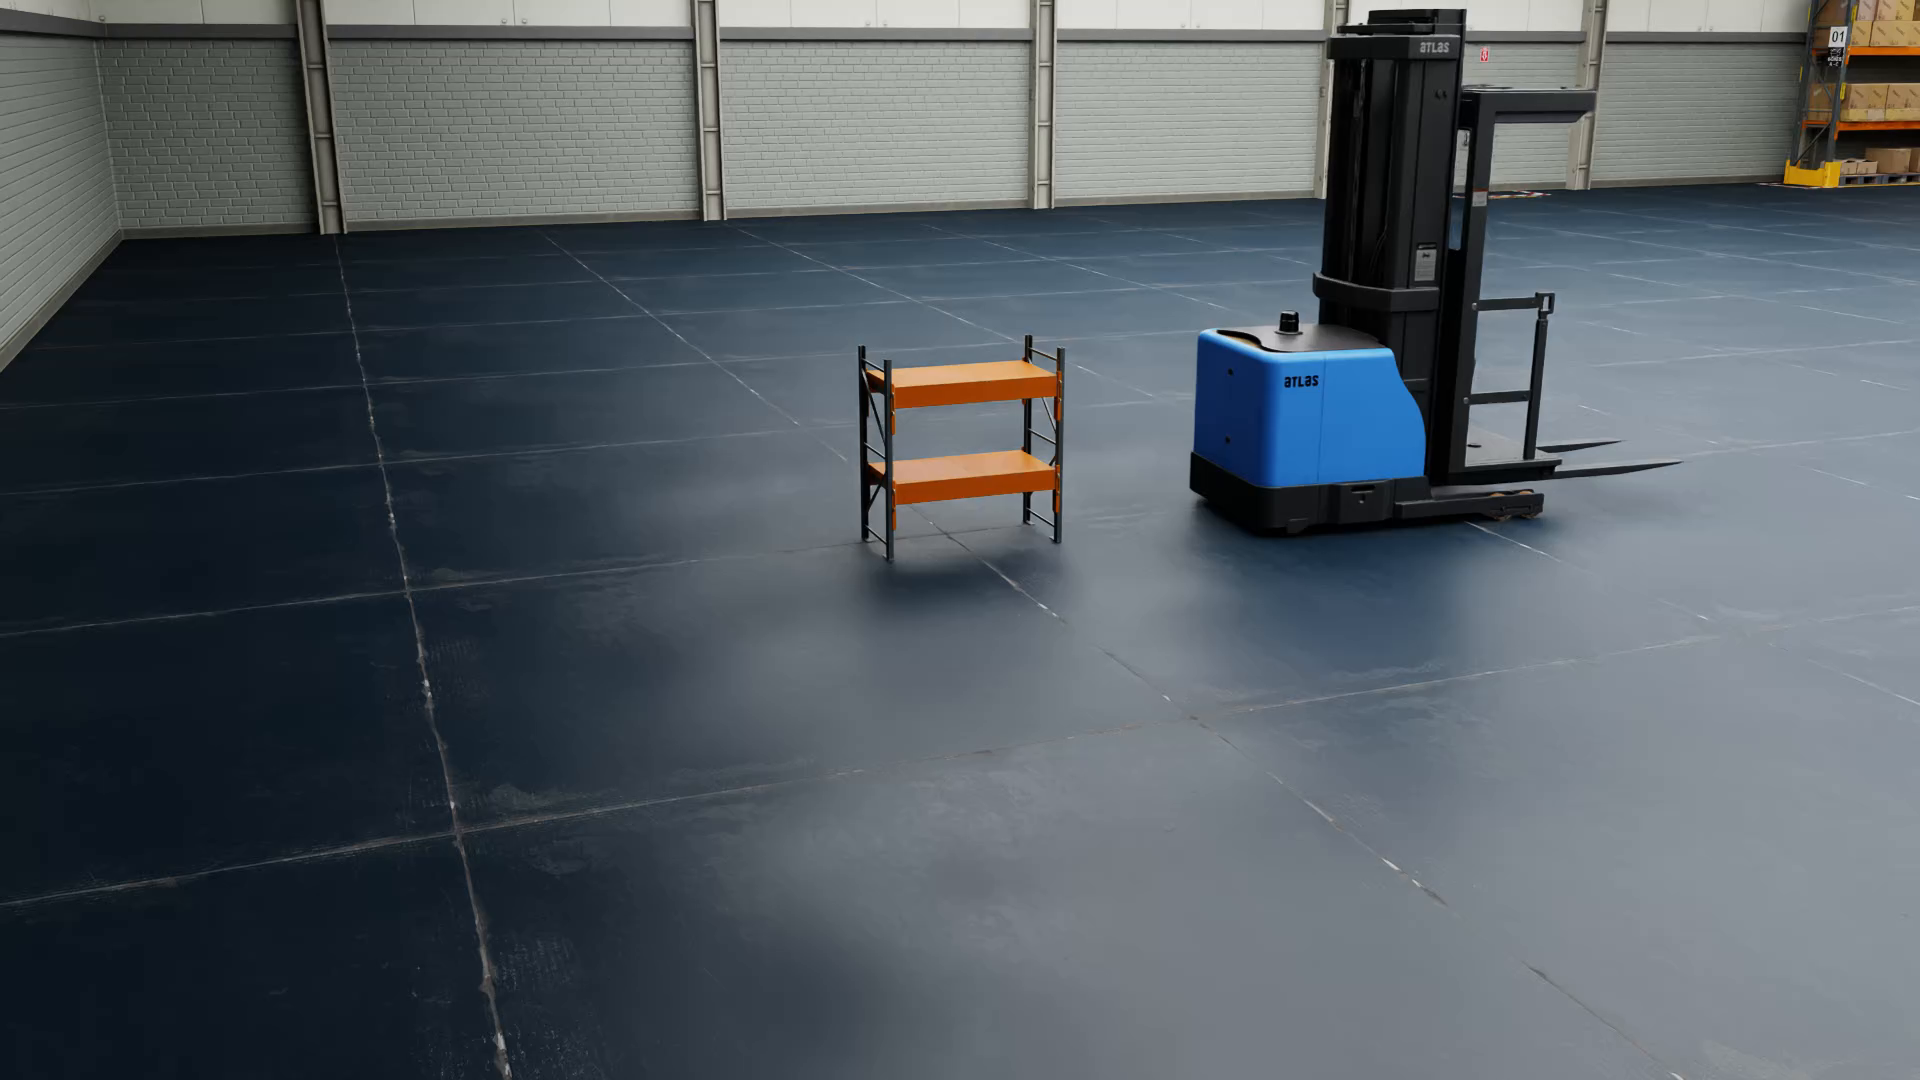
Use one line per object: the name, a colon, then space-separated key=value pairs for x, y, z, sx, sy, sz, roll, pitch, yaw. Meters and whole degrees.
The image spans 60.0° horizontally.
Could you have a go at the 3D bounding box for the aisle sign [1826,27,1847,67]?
aisle sign: x=17.963 y=-10.107 z=34.078 sx=0.004 sy=0.787 sz=0.394 roll=-6 pitch=17 yaw=-20

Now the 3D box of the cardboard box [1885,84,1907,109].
cardboard box: x=19.426 y=-9.310 z=34.877 sx=0.500 sy=0.500 sz=0.500 roll=-7 pitch=18 yaw=-22

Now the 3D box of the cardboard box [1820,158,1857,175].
cardboard box: x=18.601 y=-7.913 z=35.211 sx=0.500 sy=0.311 sz=0.500 roll=-8 pitch=18 yaw=-26

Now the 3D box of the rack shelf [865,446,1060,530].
rack shelf: x=0.006 y=-0.306 z=9.511 sx=1.000 sy=0.278 sz=0.538 roll=-6 pitch=17 yaw=-20

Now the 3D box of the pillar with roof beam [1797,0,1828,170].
pillar with roof beam: x=19.807 y=-10.990 z=31.051 sx=0.400 sy=9.000 sz=9.100 roll=-6 pitch=17 yaw=-20

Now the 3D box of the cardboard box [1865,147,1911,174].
cardboard box: x=19.836 y=-8.122 z=35.587 sx=0.500 sy=0.500 sz=0.700 roll=-7 pitch=18 yaw=-24

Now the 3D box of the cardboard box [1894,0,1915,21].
cardboard box: x=19.330 y=-10.989 z=34.385 sx=0.500 sy=0.500 sz=0.500 roll=-6 pitch=17 yaw=-19

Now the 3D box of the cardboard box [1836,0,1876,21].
cardboard box: x=18.369 y=-10.897 z=34.072 sx=0.500 sy=0.500 sz=0.500 roll=-8 pitch=18 yaw=-24

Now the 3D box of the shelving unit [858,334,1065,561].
shelving unit: x=0.006 y=-0.540 z=9.442 sx=1.048 sy=1.125 sz=0.538 roll=-6 pitch=17 yaw=-20

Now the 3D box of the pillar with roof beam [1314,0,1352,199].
pillar with roof beam: x=8.602 y=-9.780 z=26.931 sx=0.400 sy=9.000 sz=9.100 roll=-6 pitch=17 yaw=-20

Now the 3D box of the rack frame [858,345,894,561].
rack frame: x=-0.468 y=-0.489 z=9.268 sx=0.032 sy=1.125 sz=0.500 roll=-6 pitch=17 yaw=-20

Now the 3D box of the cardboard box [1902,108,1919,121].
cardboard box: x=19.922 y=-9.005 z=35.171 sx=0.500 sy=0.250 sz=0.500 roll=-6 pitch=17 yaw=-20

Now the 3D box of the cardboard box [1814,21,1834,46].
cardboard box: x=18.222 y=-10.551 z=34.668 sx=0.500 sy=0.500 sz=0.500 roll=-5 pitch=17 yaw=-16

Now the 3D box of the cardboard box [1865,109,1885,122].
cardboard box: x=18.972 y=-8.905 z=34.830 sx=0.500 sy=0.250 sz=0.500 roll=-7 pitch=18 yaw=-22

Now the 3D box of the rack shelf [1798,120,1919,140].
rack shelf: x=19.790 y=-8.802 z=35.526 sx=4.000 sy=0.370 sz=1.077 roll=-6 pitch=17 yaw=-20

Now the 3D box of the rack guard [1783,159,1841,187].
rack guard: x=17.993 y=-7.754 z=35.116 sx=0.348 sy=0.500 sz=1.175 roll=-6 pitch=17 yaw=-20

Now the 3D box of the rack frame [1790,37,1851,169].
rack frame: x=17.923 y=-8.946 z=34.738 sx=0.127 sy=3.000 sz=1.000 roll=-6 pitch=17 yaw=-20

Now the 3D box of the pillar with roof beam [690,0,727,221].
pillar with roof beam: x=-2.604 y=-8.570 z=22.811 sx=0.400 sy=9.000 sz=9.100 roll=-6 pitch=17 yaw=-20

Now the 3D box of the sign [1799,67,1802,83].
sign: x=17.743 y=-9.801 z=35.034 sx=0.005 sy=0.325 sz=0.100 roll=-6 pitch=17 yaw=-20

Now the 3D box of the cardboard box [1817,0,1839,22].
cardboard box: x=18.232 y=-11.035 z=34.539 sx=0.500 sy=0.500 sz=0.500 roll=-5 pitch=17 yaw=-18

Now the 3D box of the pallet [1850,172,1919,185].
pallet: x=19.902 y=-7.810 z=35.819 sx=1.213 sy=0.211 sz=1.003 roll=-6 pitch=17 yaw=-20

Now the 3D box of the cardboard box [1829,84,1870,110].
cardboard box: x=18.476 y=-9.212 z=34.545 sx=0.500 sy=0.500 sz=0.500 roll=-6 pitch=17 yaw=-20

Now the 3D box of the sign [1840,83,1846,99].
sign: x=18.117 y=-9.218 z=34.129 sx=0.005 sy=0.325 sz=0.100 roll=-6 pitch=17 yaw=-20

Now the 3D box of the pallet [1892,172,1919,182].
pallet: x=21.043 y=-7.934 z=36.241 sx=1.213 sy=0.211 sz=1.003 roll=-6 pitch=17 yaw=-20

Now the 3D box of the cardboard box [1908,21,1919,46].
cardboard box: x=19.815 y=-10.568 z=34.726 sx=0.500 sy=0.500 sz=0.500 roll=-5 pitch=17 yaw=-17

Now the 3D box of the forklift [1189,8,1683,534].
forklift: x=3.017 y=-1.658 z=10.043 sx=3.031 sy=2.935 sz=1.130 roll=-5 pitch=17 yaw=-16

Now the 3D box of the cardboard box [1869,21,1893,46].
cardboard box: x=18.838 y=-10.455 z=34.341 sx=0.500 sy=0.500 sz=0.500 roll=-5 pitch=17 yaw=-16
